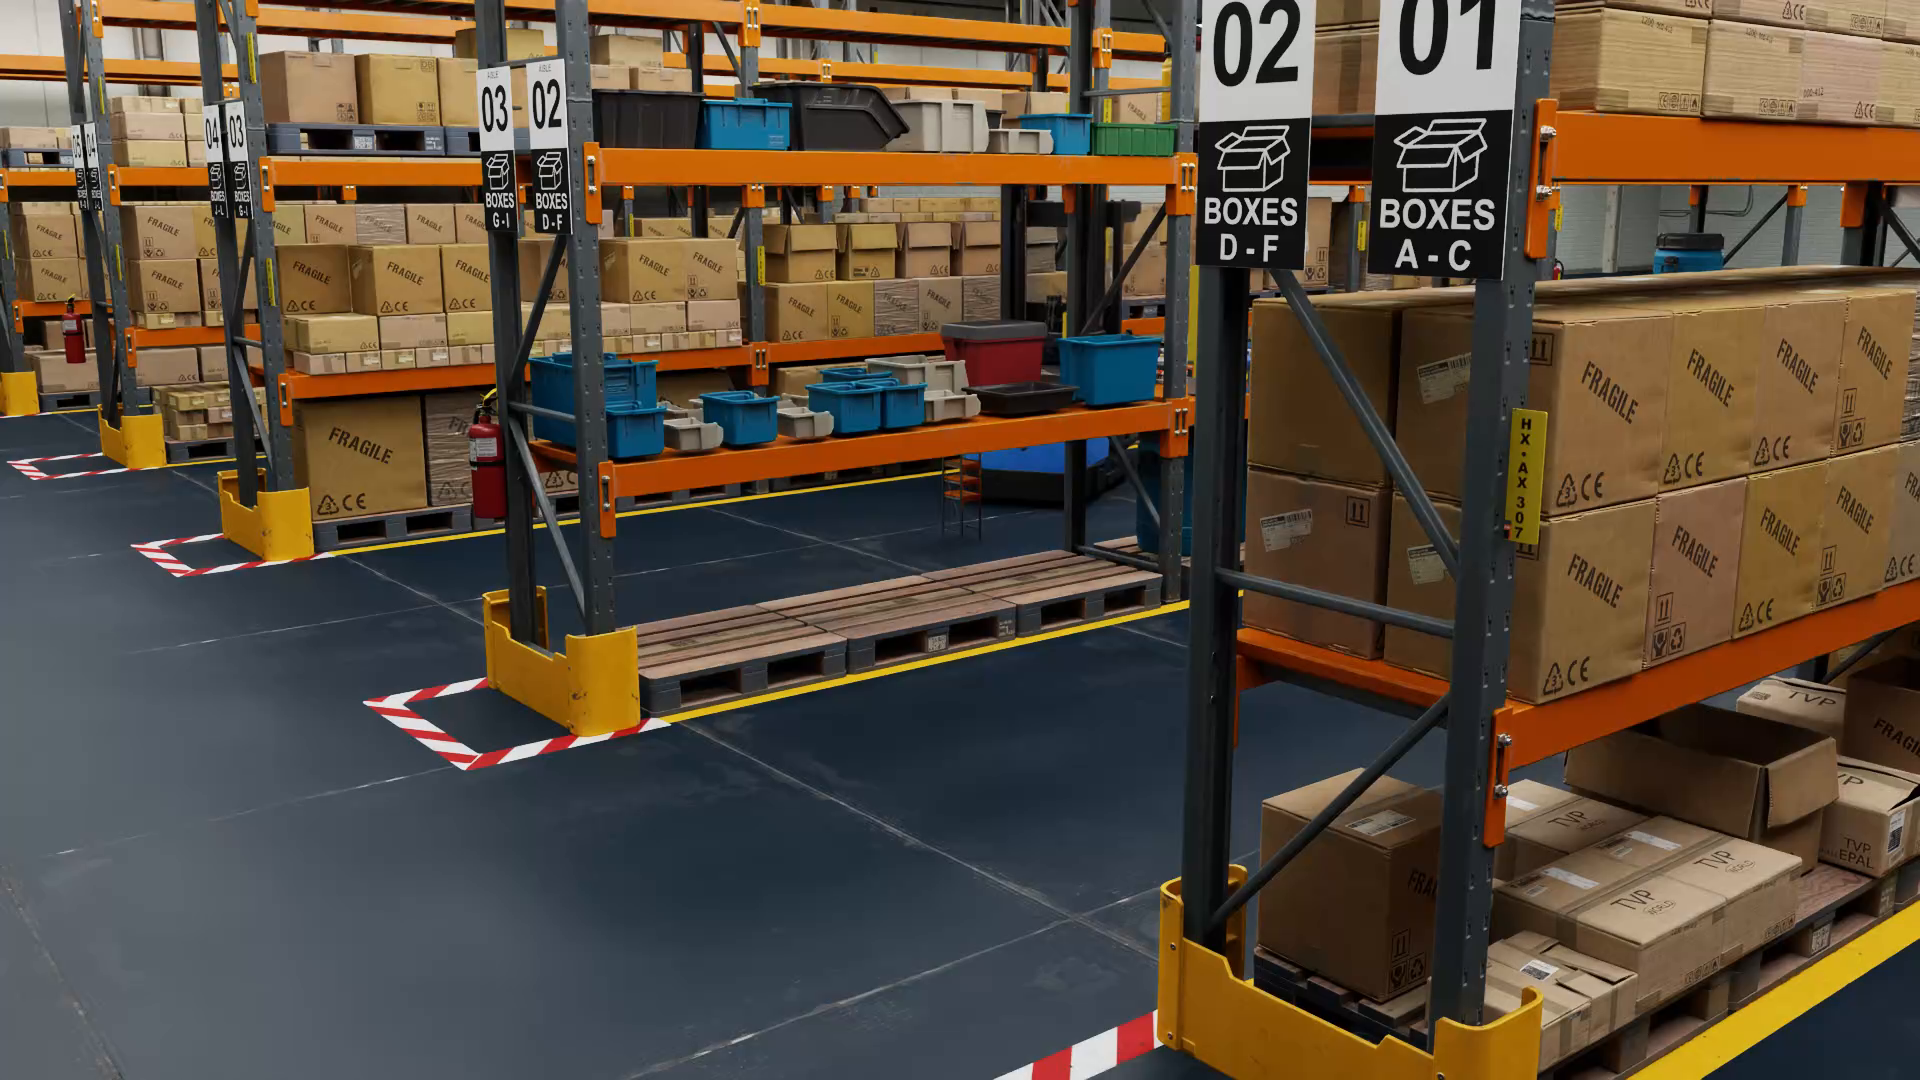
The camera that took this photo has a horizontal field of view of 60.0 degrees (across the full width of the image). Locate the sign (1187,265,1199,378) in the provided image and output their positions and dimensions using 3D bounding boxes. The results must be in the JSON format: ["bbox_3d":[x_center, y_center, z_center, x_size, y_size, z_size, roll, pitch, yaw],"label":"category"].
[{"bbox_3d":[0.704,-0.633,4.838,0.005,0.325,0.100,-9,15,-38],"label":"sign"}]

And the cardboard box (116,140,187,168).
[{"bbox_3d":[-7.660,-3.655,15.758,0.500,0.250,0.500,-9,15,-36],"label":"cardboard box"}]

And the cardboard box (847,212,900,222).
[{"bbox_3d":[-1.173,-3.942,21.326,0.500,0.500,0.700,-10,15,-38],"label":"cardboard box"}]

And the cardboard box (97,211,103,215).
[{"bbox_3d":[-10.263,-3.988,19.978,0.250,0.149,0.380,-10,16,-39],"label":"cardboard box"}]

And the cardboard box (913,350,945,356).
[{"bbox_3d":[-0.157,-1.430,16.245,0.875,0.875,1.225,-9,15,-37],"label":"cardboard box"}]

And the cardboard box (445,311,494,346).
[{"bbox_3d":[-3.811,-1.650,12.823,0.500,0.250,0.500,-10,16,-40],"label":"cardboard box"}]

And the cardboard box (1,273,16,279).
[{"bbox_3d":[-13.664,-3.794,23.878,0.250,0.149,0.380,-10,15,-38],"label":"cardboard box"}]

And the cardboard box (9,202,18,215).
[{"bbox_3d":[-11.187,-3.968,19.884,0.250,0.149,0.380,-9,15,-37],"label":"cardboard box"}]

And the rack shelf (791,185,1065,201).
[{"bbox_3d":[-0.362,-4.657,21.848,4.000,0.370,1.077,-9,15,-38],"label":"rack shelf"}]

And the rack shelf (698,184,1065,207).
[{"bbox_3d":[-0.466,-3.320,15.554,4.000,0.370,1.077,-9,15,-38],"label":"rack shelf"}]

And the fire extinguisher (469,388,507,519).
[{"bbox_3d":[-2.459,-0.457,8.643,0.183,0.674,0.296,-9,15,-38],"label":"fire extinguisher"}]

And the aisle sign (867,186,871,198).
[{"bbox_3d":[-1.717,-7.147,32.806,0.004,0.787,0.394,-9,15,-38],"label":"aisle sign"}]

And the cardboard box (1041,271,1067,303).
[{"bbox_3d":[0.865,-2.409,16.512,0.500,0.500,0.500,-9,15,-36],"label":"cardboard box"}]

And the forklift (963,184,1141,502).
[{"bbox_3d":[0.981,-2.000,14.991,1.130,2.935,3.031,4,13,19],"label":"forklift"}]

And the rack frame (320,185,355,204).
[{"bbox_3d":[-8.218,-3.553,22.138,0.127,3.000,1.000,-9,15,-38],"label":"rack frame"}]

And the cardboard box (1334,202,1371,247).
[{"bbox_3d":[4.729,-3.684,19.393,0.500,0.500,0.500,-9,15,-38],"label":"cardboard box"}]

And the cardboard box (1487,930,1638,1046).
[{"bbox_3d":[1.771,1.321,4.950,0.250,0.166,0.380,-9,15,-38],"label":"cardboard box"}]

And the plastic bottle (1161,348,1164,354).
[{"bbox_3d":[1.458,-1.232,11.509,0.135,0.276,0.152,-9,15,-38],"label":"plastic bottle"}]

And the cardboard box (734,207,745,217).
[{"bbox_3d":[-3.344,-5.147,26.115,0.250,0.149,0.380,-8,15,-35],"label":"cardboard box"}]

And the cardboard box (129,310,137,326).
[{"bbox_3d":[-8.093,-2.209,16.416,0.250,0.149,0.380,-9,15,-38],"label":"cardboard box"}]

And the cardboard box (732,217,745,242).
[{"bbox_3d":[-3.391,-4.695,25.549,0.500,0.500,0.500,-10,16,-40],"label":"cardboard box"}]

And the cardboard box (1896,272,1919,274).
[{"bbox_3d":[3.925,-0.769,6.379,0.500,0.500,0.500,-9,15,-37],"label":"cardboard box"}]

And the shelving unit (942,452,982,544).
[{"bbox_3d":[0.011,-0.589,12.513,0.189,1.200,0.258,-9,15,-38],"label":"shelving unit"}]

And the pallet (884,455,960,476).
[{"bbox_3d":[-0.519,-0.853,16.137,1.213,0.211,1.003,-9,15,-38],"label":"pallet"}]

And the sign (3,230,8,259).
[{"bbox_3d":[-11.000,-3.405,19.168,0.005,0.325,0.100,-9,15,-38],"label":"sign"}]

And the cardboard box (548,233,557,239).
[{"bbox_3d":[-5.731,-4.432,23.633,0.500,0.500,0.500,-9,15,-37],"label":"cardboard box"}]

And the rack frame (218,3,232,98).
[{"bbox_3d":[-11.322,-7.292,25.304,0.127,3.000,1.000,-9,15,-38],"label":"rack frame"}]

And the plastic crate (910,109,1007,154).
[{"bbox_3d":[-0.075,-2.429,9.938,0.590,0.269,0.497,-9,15,-38],"label":"plastic crate"}]

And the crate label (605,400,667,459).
[{"bbox_3d":[-1.658,-0.549,8.252,0.303,0.233,0.416,-9,15,-38],"label":"crate label"}]

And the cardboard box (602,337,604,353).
[{"bbox_3d":[-3.064,-1.563,13.372,0.250,0.149,0.380,-10,15,-39],"label":"cardboard box"}]

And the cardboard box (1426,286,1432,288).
[{"bbox_3d":[5.536,-3.006,20.168,0.250,0.149,0.380,-9,15,-38],"label":"cardboard box"}]

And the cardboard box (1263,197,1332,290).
[{"bbox_3d":[3.511,-3.402,18.973,1.000,1.000,1.000,-9,15,-37],"label":"cardboard box"}]

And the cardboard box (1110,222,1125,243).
[{"bbox_3d":[1.866,-4.535,23.804,0.550,0.550,0.875,-9,15,-38],"label":"cardboard box"}]

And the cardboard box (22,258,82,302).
[{"bbox_3d":[-10.788,-3.098,19.757,0.500,0.500,0.500,-10,15,-38],"label":"cardboard box"}]

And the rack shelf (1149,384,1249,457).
[{"bbox_3d":[2.628,-1.050,12.082,4.000,0.370,1.077,-9,15,-38],"label":"rack shelf"}]

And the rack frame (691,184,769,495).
[{"bbox_3d":[-2.028,-1.945,14.569,0.127,3.000,1.000,-9,15,-38],"label":"rack frame"}]

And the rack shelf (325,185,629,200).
[{"bbox_3d":[-6.657,-4.928,23.123,4.000,0.370,1.077,-9,15,-38],"label":"rack shelf"}]

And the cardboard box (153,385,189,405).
[{"bbox_3d":[-7.916,-1.456,16.682,0.250,0.149,0.380,-9,15,-37],"label":"cardboard box"}]

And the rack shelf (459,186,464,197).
[{"bbox_3d":[-9.760,-5.732,26.913,4.000,0.370,1.077,-9,15,-38],"label":"rack shelf"}]

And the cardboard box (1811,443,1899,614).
[{"bbox_3d":[2.730,-0.080,5.543,0.500,0.500,0.500,-9,15,-37],"label":"cardboard box"}]

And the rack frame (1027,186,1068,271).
[{"bbox_3d":[1.200,-3.801,23.308,0.127,3.000,1.000,-9,15,-38],"label":"rack frame"}]

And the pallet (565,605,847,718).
[{"bbox_3d":[-1.389,0.640,9.105,1.213,0.211,1.003,-9,15,-38],"label":"pallet"}]

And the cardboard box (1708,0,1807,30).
[{"bbox_3d":[1.993,-1.546,4.622,0.500,0.250,0.500,-9,15,-38],"label":"cardboard box"}]

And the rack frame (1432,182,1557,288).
[{"bbox_3d":[4.190,-1.661,13.230,0.127,3.000,1.000,-9,15,-38],"label":"rack frame"}]

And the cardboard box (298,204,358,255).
[{"bbox_3d":[-6.448,-3.140,16.829,0.500,0.500,0.500,-10,16,-39],"label":"cardboard box"}]

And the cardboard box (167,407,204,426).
[{"bbox_3d":[-7.601,-1.227,16.320,0.250,0.149,0.380,-9,15,-35],"label":"cardboard box"}]

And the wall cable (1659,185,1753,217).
[{"bbox_3d":[23.494,-11.446,52.345,0.112,2.526,3.097,-9,15,-38],"label":"wall cable"}]

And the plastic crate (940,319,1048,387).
[{"bbox_3d":[0.213,-1.127,10.418,0.583,0.464,0.402,-9,15,-38],"label":"plastic crate"}]

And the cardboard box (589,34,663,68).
[{"bbox_3d":[-2.766,-3.962,13.545,0.500,0.250,0.500,-11,16,-41],"label":"cardboard box"}]

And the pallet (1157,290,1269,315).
[{"bbox_3d":[2.616,-2.634,18.274,1.213,0.211,1.003,-9,15,-38],"label":"pallet"}]

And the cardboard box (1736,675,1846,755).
[{"bbox_3d":[3.695,0.781,7.142,0.500,0.311,0.500,-9,15,-38],"label":"cardboard box"}]

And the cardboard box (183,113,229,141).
[{"bbox_3d":[-7.259,-3.965,16.016,0.500,0.250,0.500,-10,15,-38],"label":"cardboard box"}]

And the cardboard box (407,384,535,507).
[{"bbox_3d":[-3.991,-0.806,13.310,0.875,0.875,0.875,-9,15,-38],"label":"cardboard box"}]

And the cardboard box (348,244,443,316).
[{"bbox_3d":[-4.217,-1.949,12.424,0.500,0.500,0.500,-10,16,-39],"label":"cardboard box"}]

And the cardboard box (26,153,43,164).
[{"bbox_3d":[-13.137,-5.525,23.848,0.500,0.250,0.500,-10,16,-39],"label":"cardboard box"}]
